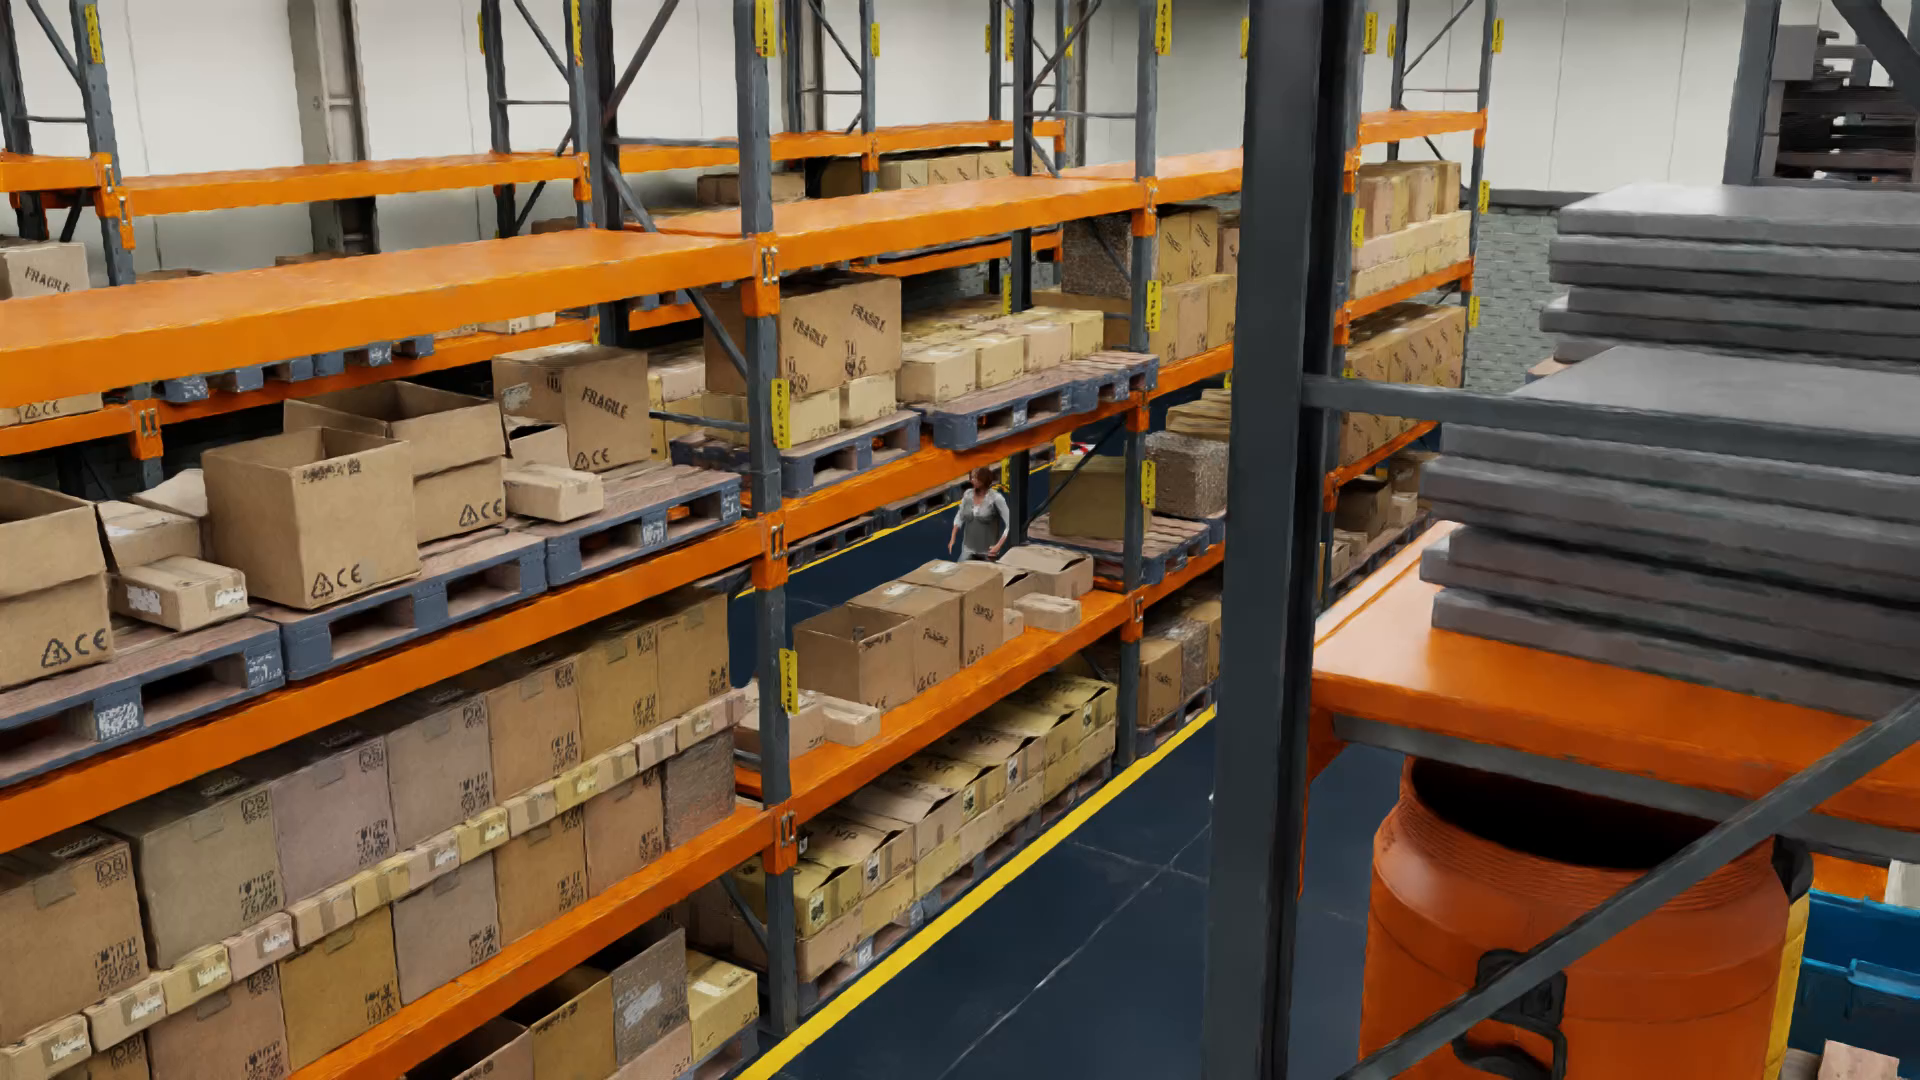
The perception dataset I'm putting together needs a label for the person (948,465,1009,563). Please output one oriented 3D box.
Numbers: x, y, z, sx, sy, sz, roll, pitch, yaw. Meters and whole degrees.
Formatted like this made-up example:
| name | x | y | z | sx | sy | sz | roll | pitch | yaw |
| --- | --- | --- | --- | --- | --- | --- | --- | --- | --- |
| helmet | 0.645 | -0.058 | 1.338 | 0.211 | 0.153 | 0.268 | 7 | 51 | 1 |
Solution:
| name | x | y | z | sx | sy | sz | roll | pitch | yaw |
| --- | --- | --- | --- | --- | --- | --- | --- | --- | --- |
| person | 0.179 | 0.126 | 14.189 | 0.584 | 1.566 | 0.435 | 6 | 17 | 18 |
